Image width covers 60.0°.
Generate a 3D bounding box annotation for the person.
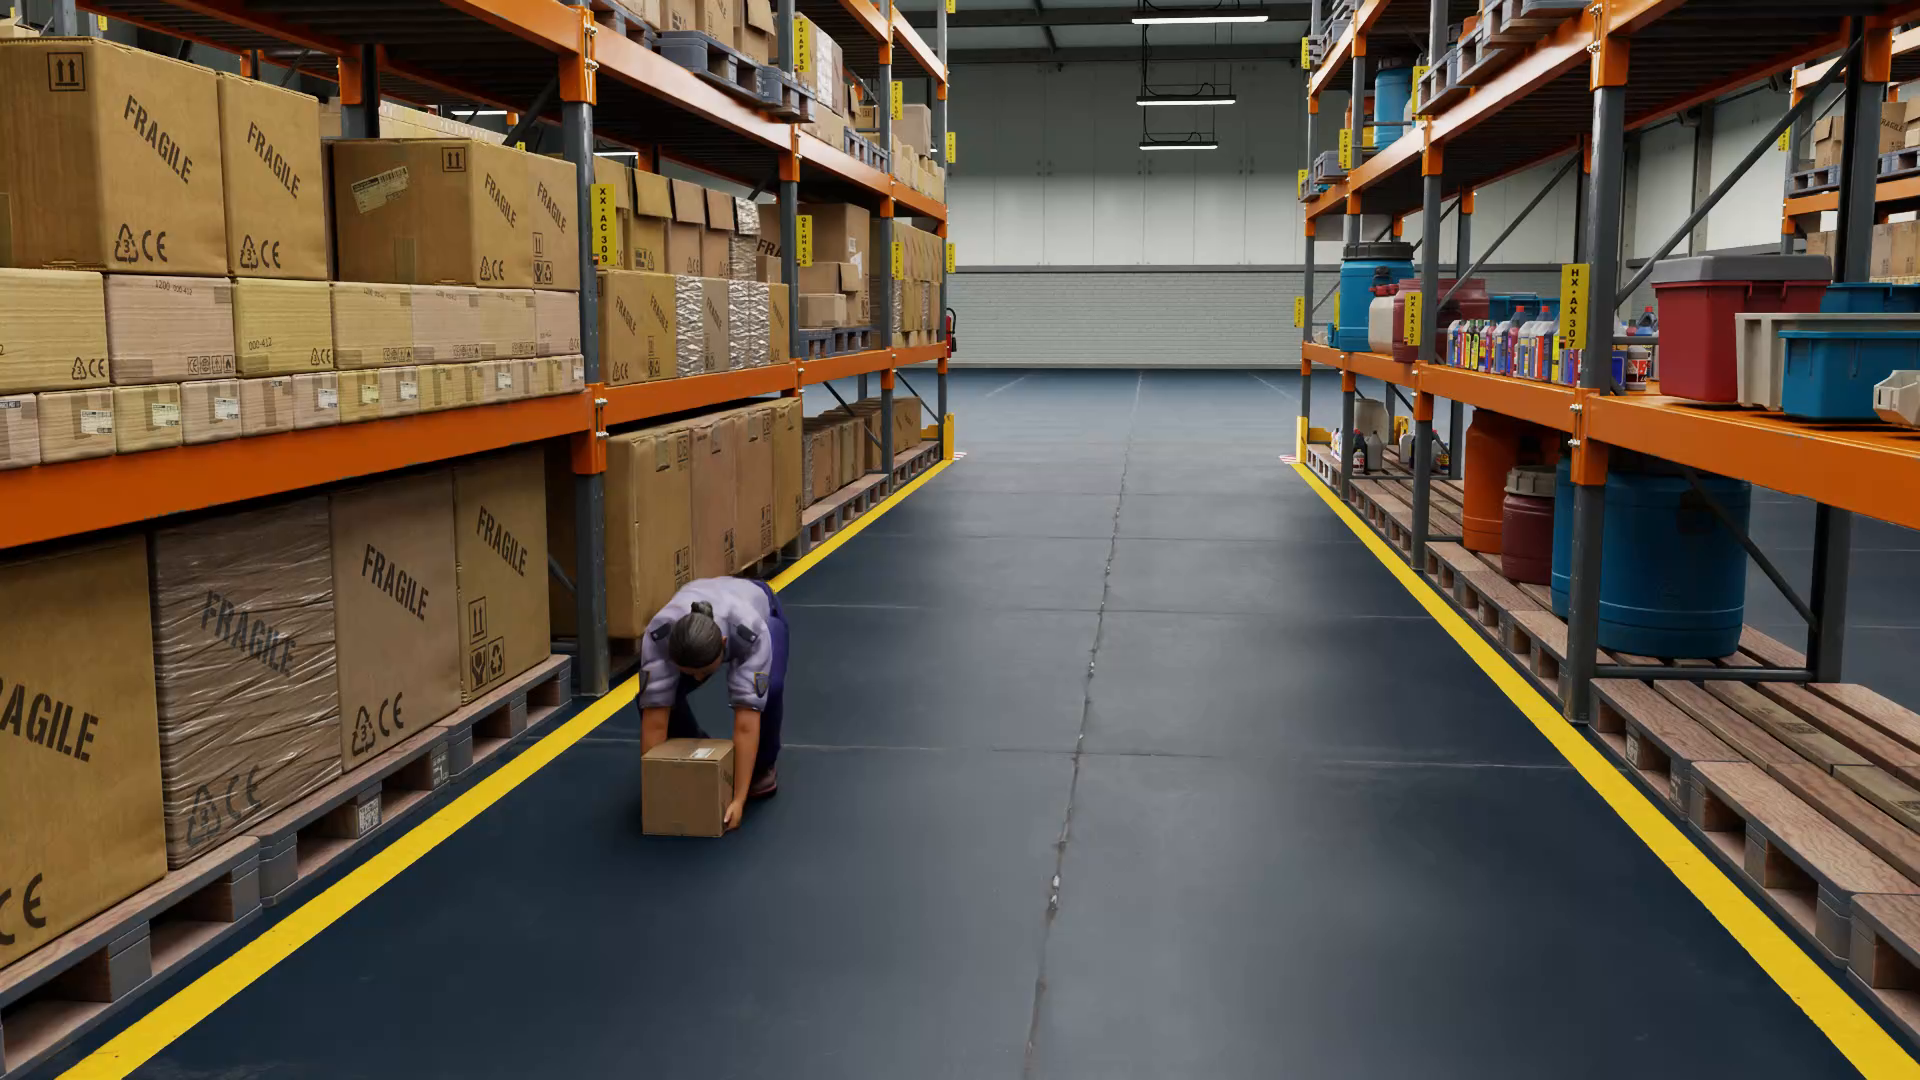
[{"bbox_3d":[-0.823,0.512,5.559,0.499,0.744,0.902,1,8,5],"label":"person"}]
